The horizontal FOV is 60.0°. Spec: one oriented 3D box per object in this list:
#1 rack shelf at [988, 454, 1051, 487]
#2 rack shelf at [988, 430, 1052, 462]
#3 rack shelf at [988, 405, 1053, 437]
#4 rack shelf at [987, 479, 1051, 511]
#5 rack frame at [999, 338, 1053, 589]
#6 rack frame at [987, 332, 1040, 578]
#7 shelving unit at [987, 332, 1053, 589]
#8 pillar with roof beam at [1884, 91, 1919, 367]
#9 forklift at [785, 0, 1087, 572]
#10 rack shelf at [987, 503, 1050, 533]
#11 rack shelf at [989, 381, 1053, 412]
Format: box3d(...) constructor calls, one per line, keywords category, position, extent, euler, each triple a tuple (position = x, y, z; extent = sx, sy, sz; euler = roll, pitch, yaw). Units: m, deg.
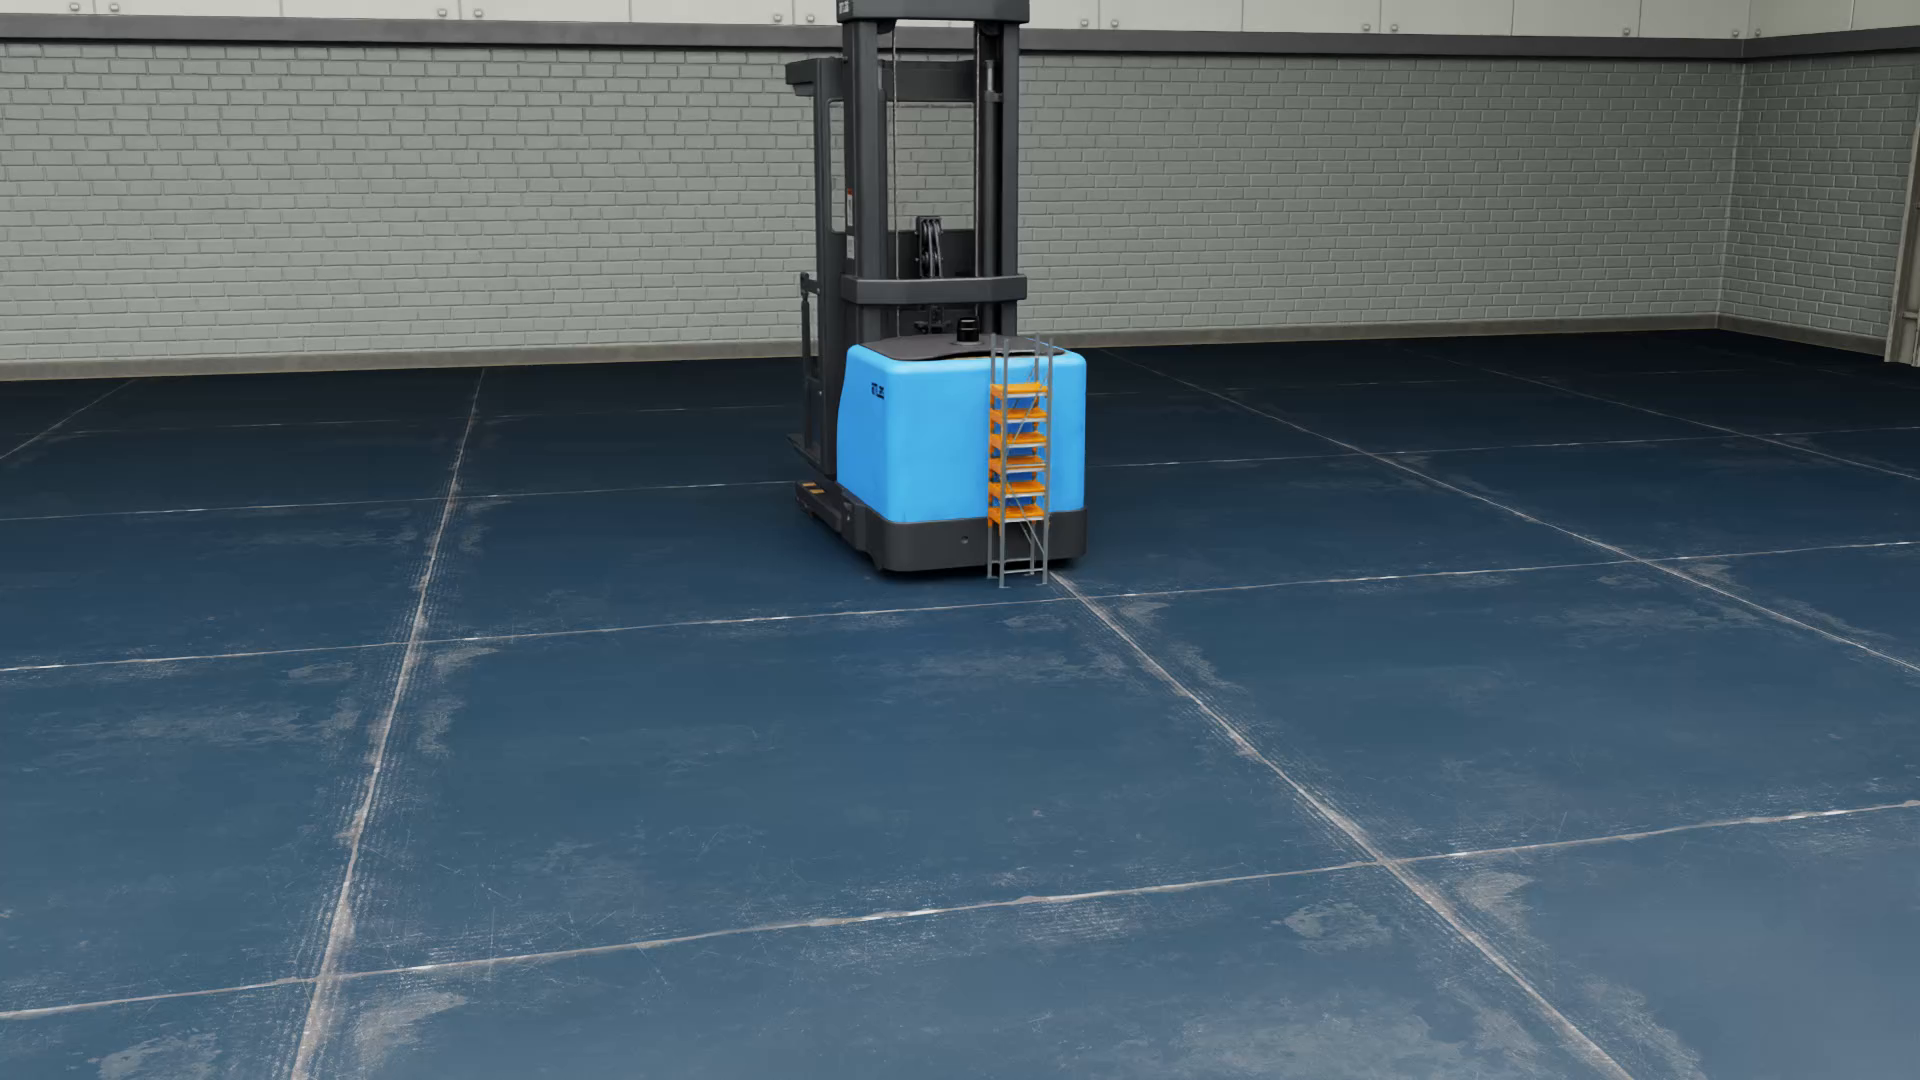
box3d(category="rack shelf", position=(0.283, -0.332, 7.933), extent=(0.258, 0.103, 0.180), euler=(-4, 16, -17))
box3d(category="rack shelf", position=(0.284, -0.448, 7.900), extent=(0.258, 0.103, 0.180), euler=(-4, 16, -17))
box3d(category="rack shelf", position=(0.285, -0.563, 7.868), extent=(0.258, 0.103, 0.180), euler=(-4, 16, -17))
box3d(category="rack shelf", position=(0.282, -0.217, 7.965), extent=(0.258, 0.103, 0.180), euler=(-4, 16, -17))
box3d(category="rack frame", position=(0.311, -0.351, 7.837), extent=(0.240, 1.200, 0.006), euler=(-4, 16, -17))
box3d(category="rack frame", position=(0.256, -0.399, 8.005), extent=(0.240, 1.200, 0.006), euler=(-4, 16, -17))
box3d(category="shelving unit", position=(0.283, -0.375, 7.921), extent=(0.258, 1.200, 0.189), euler=(-4, 16, -17))
box3d(category="pillar with roof beam", position=(4.868, -5.810, 13.748), extent=(9.100, 9.000, 0.400), euler=(-3, 14, -13))
box3d(category="forklift", position=(-0.317, -1.575, 9.196), extent=(1.130, 2.935, 3.031), euler=(-5, 14, -18))
box3d(category="rack shelf", position=(0.280, -0.101, 7.998), extent=(0.258, 0.103, 0.180), euler=(-4, 16, -17))
box3d(category="rack shelf", position=(0.287, -0.679, 7.835), extent=(0.258, 0.103, 0.180), euler=(-4, 16, -17))
